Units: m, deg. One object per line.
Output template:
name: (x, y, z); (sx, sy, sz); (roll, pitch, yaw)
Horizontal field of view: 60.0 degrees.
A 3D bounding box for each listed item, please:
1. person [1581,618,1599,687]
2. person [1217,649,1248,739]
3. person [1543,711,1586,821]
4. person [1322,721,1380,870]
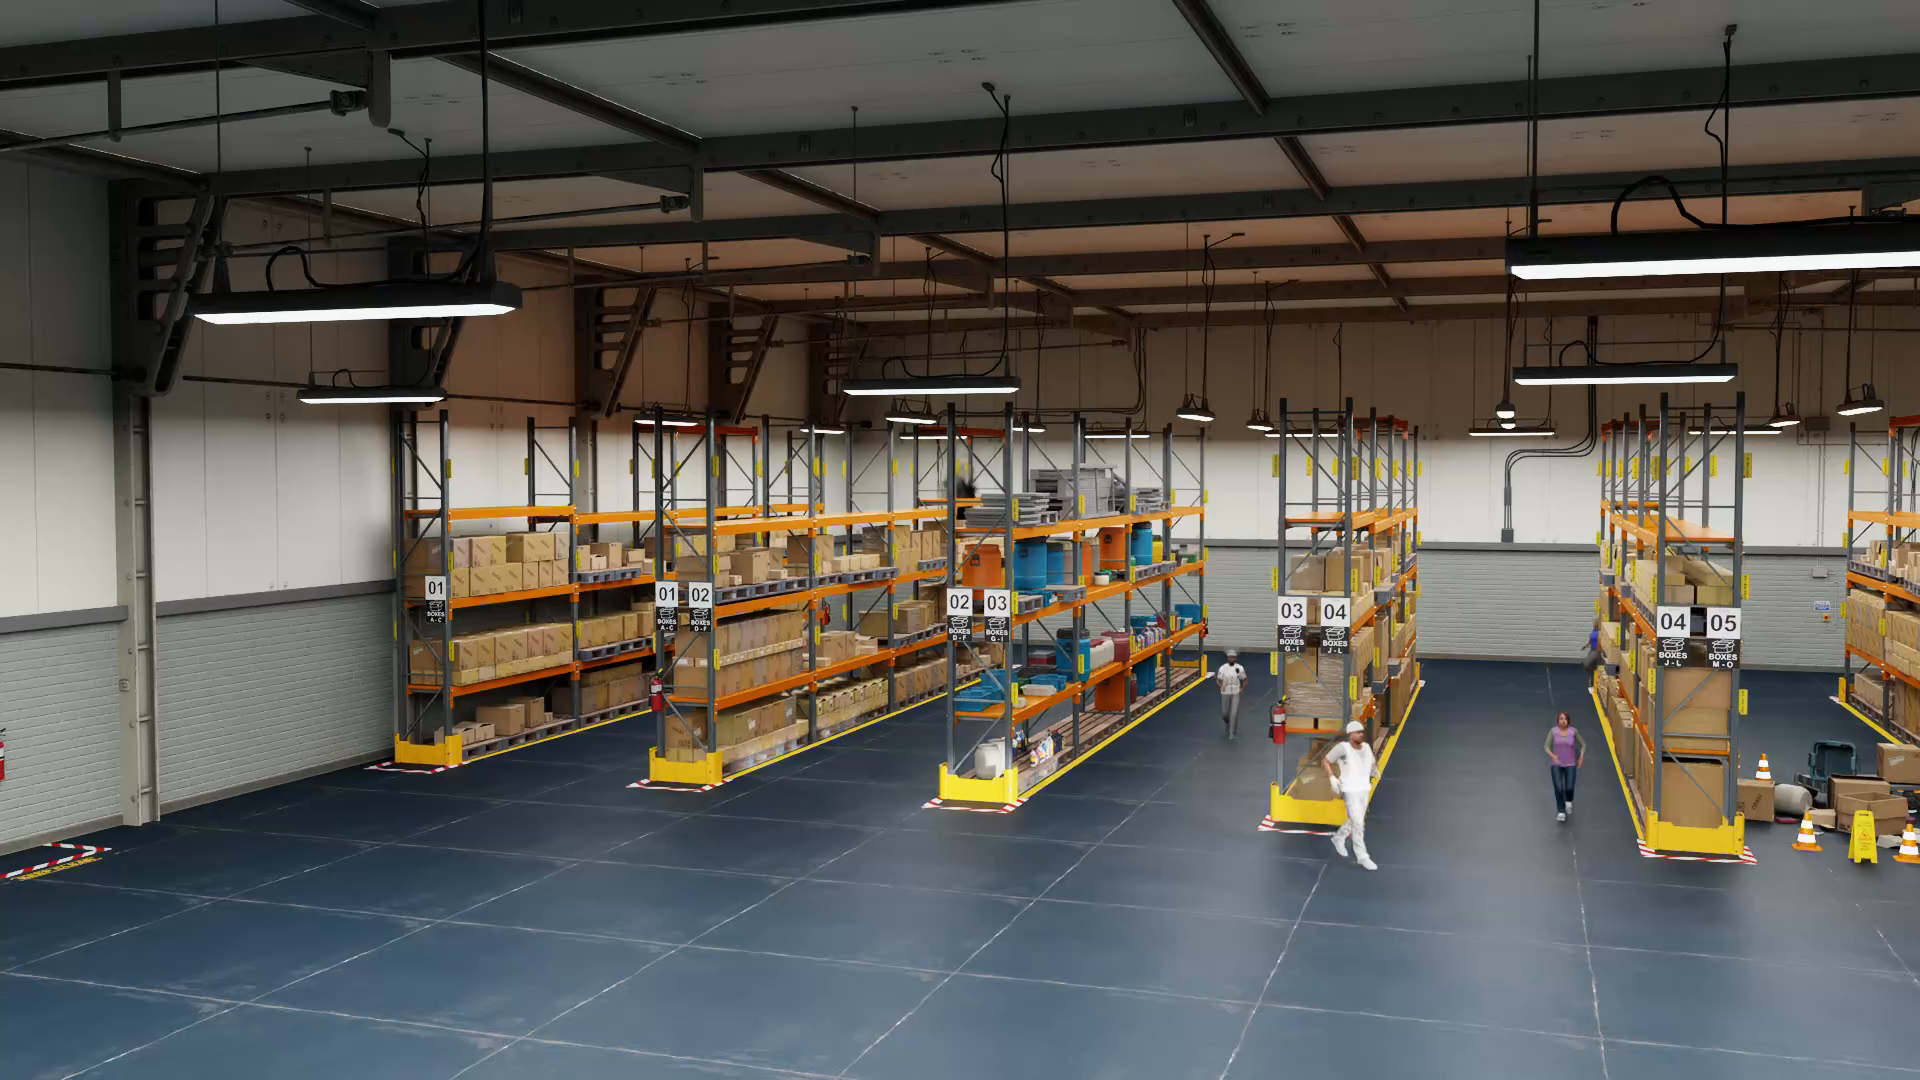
person: (14.501, 2.570, 37.965); (0.575, 1.600, 0.642); (0, 2, -3)
person: (5.061, 2.848, 30.900); (0.577, 1.652, 0.635); (0, 2, 10)
person: (8.581, 3.210, 23.605); (0.570, 1.560, 0.554); (1, 3, 18)
person: (4.987, 3.180, 21.023); (0.685, 1.792, 0.920); (-1, 3, -31)
